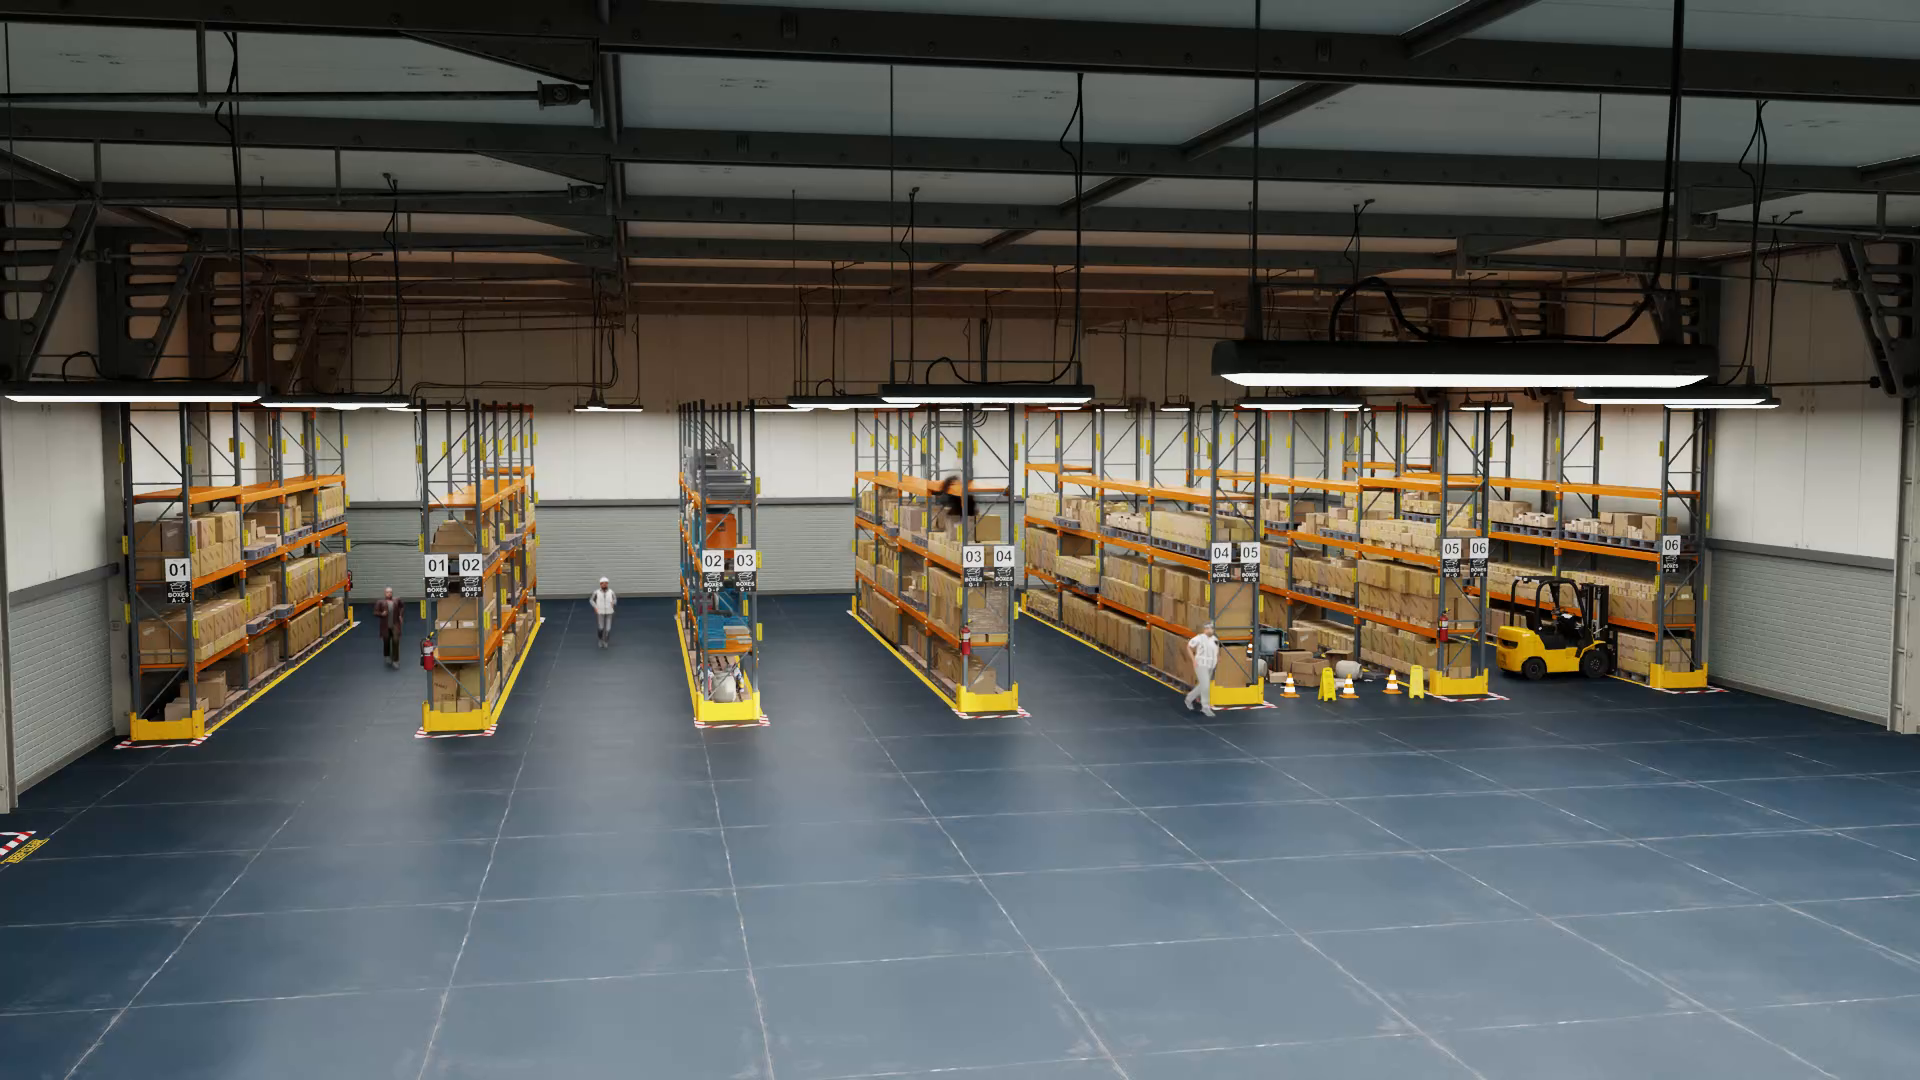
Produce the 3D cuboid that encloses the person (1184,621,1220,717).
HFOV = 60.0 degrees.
[{"bbox_3d":[4.721,2.443,31.941,0.670,1.791,0.825,-4,6,-42],"label":"person"}]

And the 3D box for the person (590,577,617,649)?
[{"bbox_3d":[-8.662,1.788,40.540,0.647,1.739,0.607,-2,5,-20],"label":"person"}]

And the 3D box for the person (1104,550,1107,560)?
[{"bbox_3d":[4.324,1.092,50.433,0.845,1.643,0.578,0,4,-4],"label":"person"}]

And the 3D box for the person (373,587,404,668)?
[{"bbox_3d":[-12.896,1.964,37.614,0.701,1.784,1.005,-2,5,-25],"label":"person"}]

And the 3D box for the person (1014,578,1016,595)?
[{"bbox_3d":[1.256,1.485,45.259,0.646,1.618,0.569,-1,4,-10],"label":"person"}]
